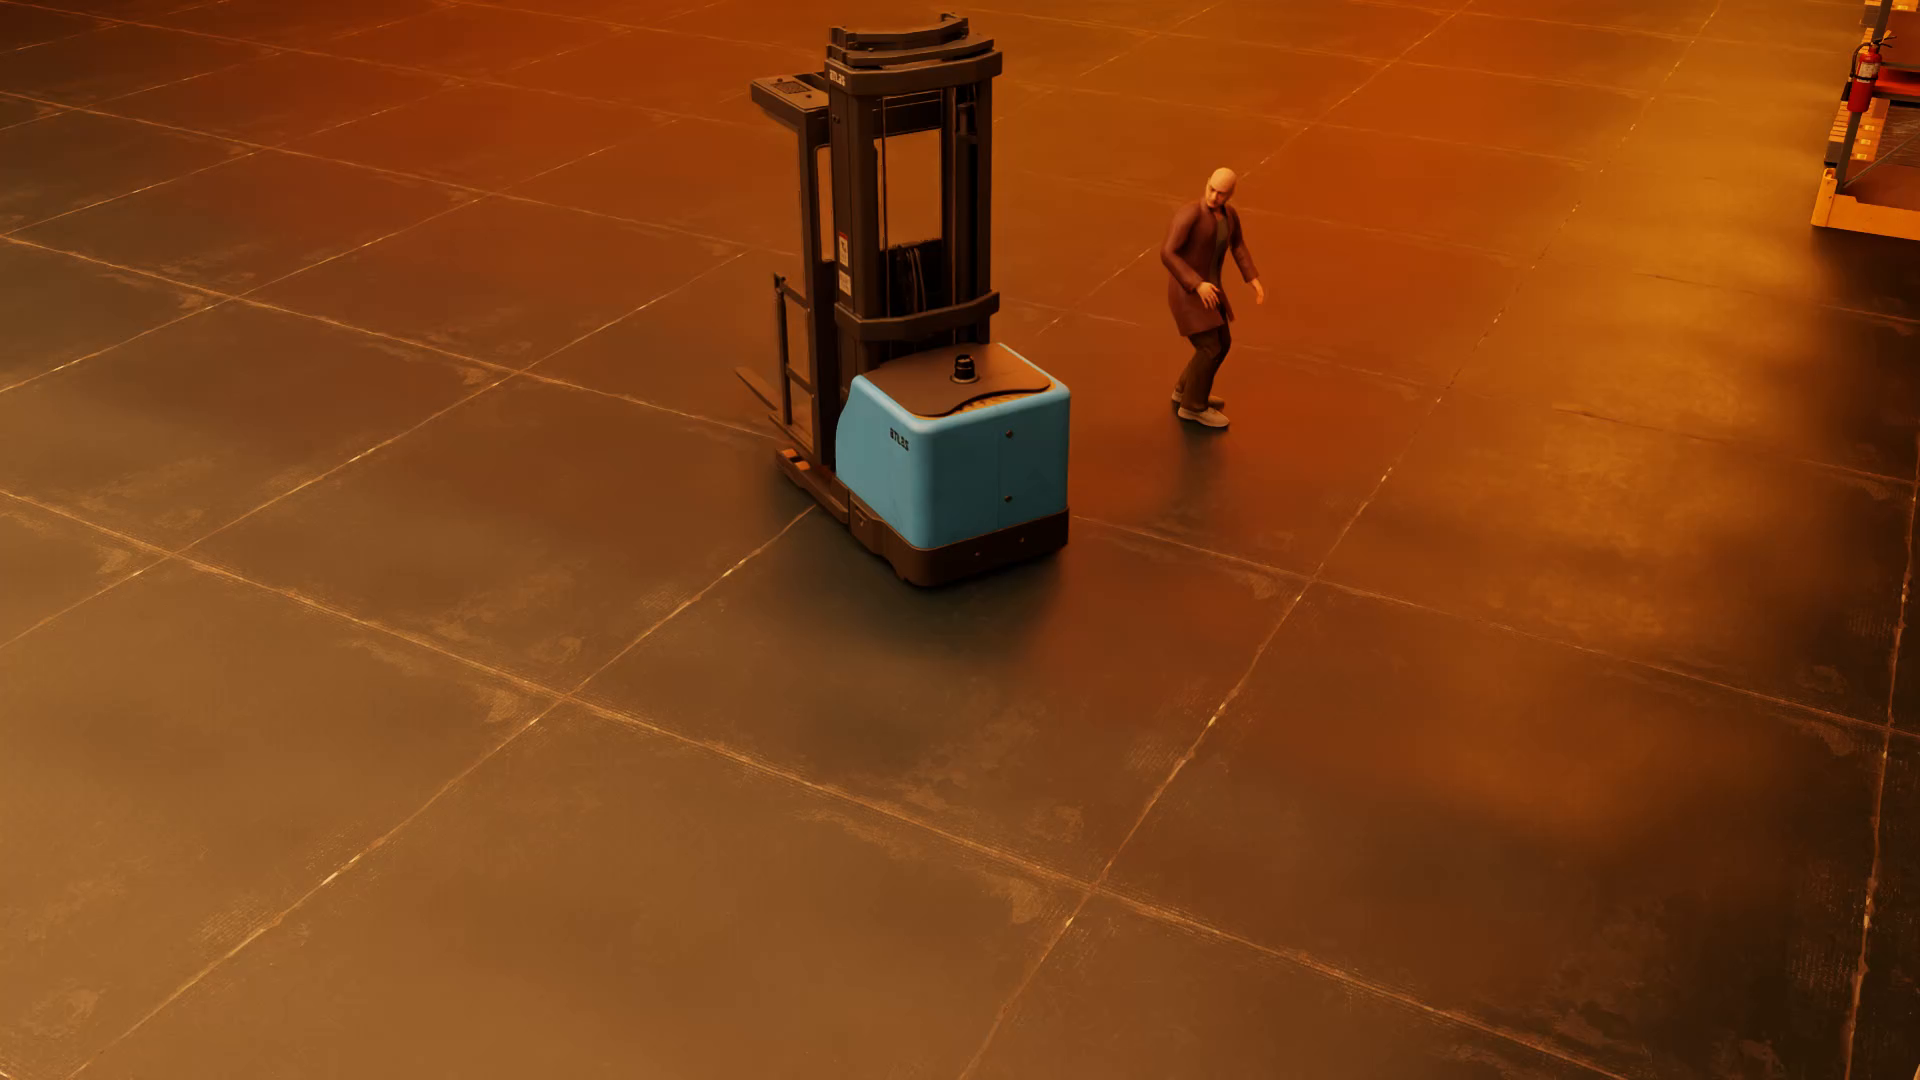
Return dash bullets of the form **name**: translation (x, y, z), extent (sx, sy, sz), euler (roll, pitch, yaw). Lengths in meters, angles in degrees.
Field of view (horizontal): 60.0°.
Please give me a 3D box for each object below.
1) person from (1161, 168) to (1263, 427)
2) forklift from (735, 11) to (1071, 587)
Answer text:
- **person**: translation (1.692, -1.635, 11.130), extent (0.548, 1.733, 0.808), euler (22, 36, 33)
- **forklift**: translation (-0.532, -1.710, 10.033), extent (1.130, 2.935, 3.031), euler (-16, 34, -26)
